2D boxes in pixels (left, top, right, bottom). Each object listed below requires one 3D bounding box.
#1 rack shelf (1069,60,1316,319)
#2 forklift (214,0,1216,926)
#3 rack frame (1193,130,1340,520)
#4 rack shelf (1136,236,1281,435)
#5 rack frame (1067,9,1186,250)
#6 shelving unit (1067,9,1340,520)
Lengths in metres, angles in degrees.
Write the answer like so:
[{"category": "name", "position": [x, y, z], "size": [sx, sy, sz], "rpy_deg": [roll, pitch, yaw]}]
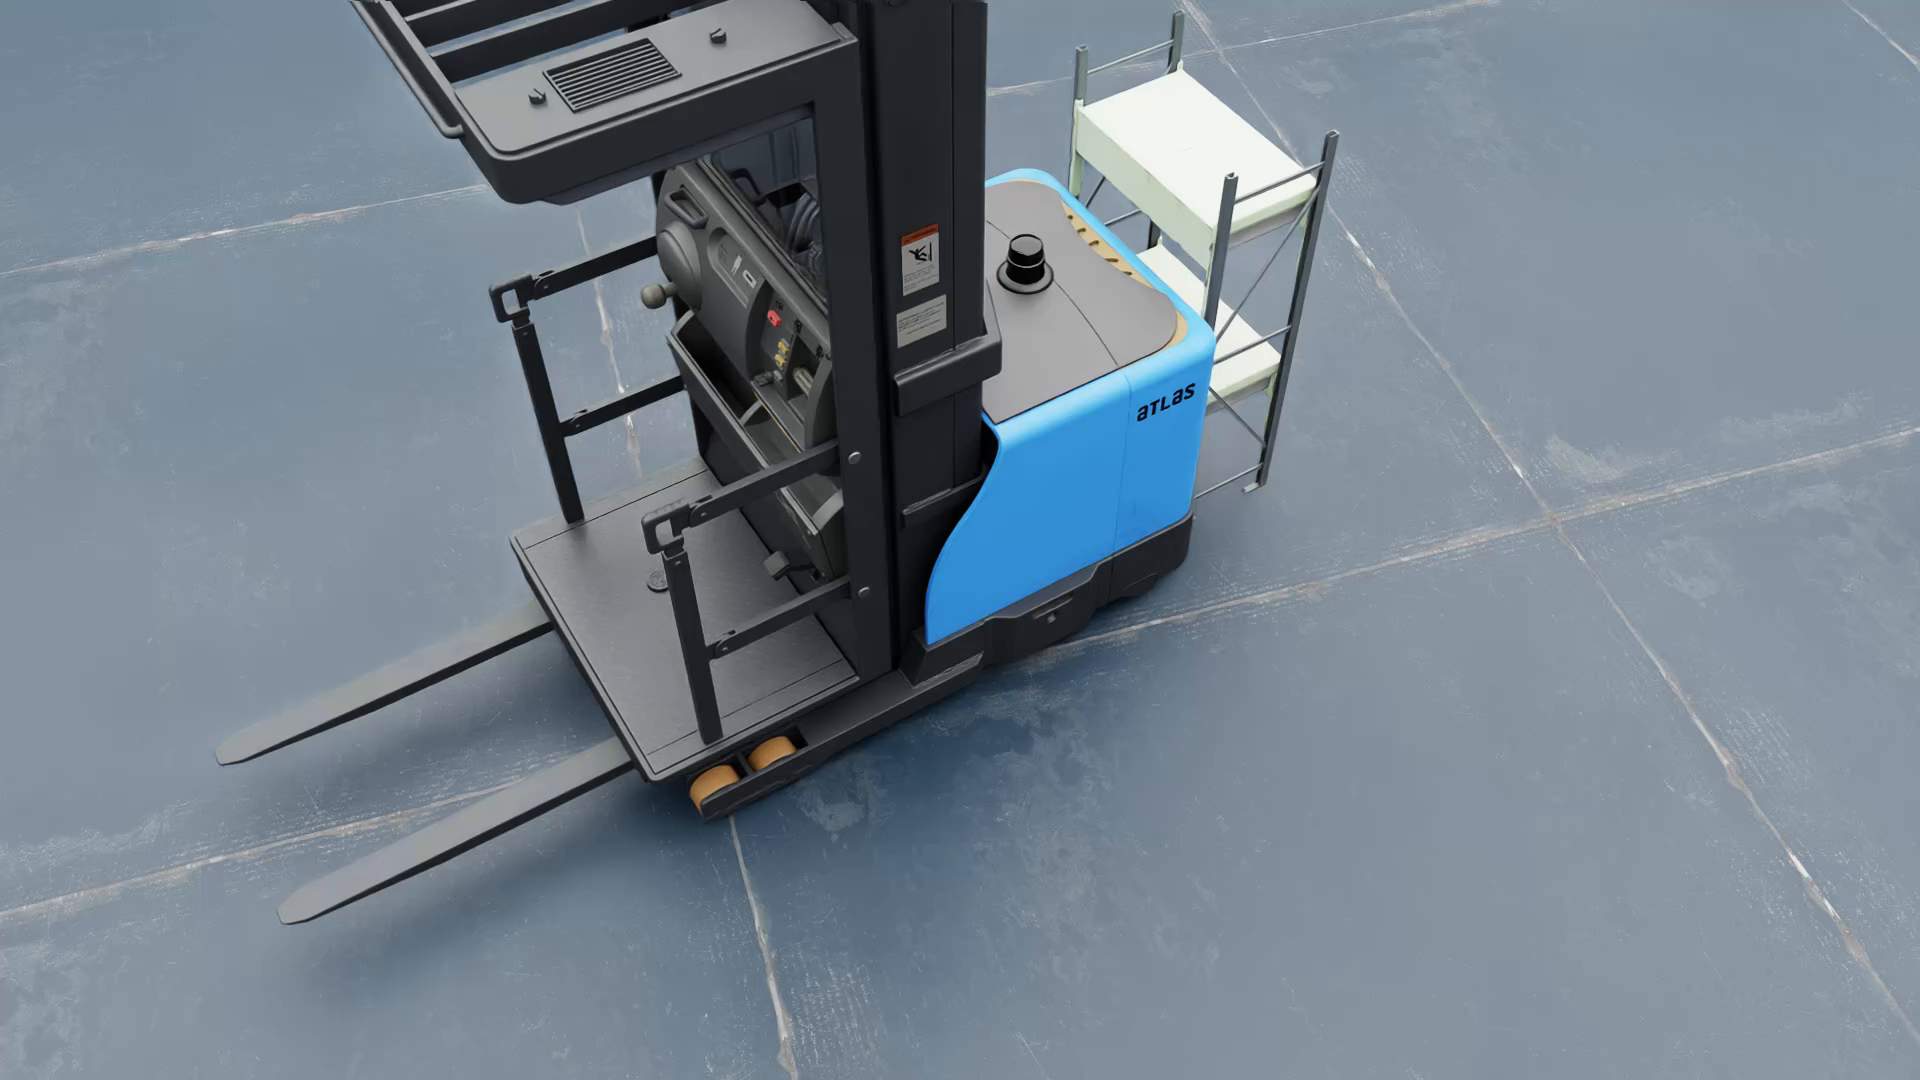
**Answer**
[{"category": "rack shelf", "position": [0.721, -1.099, 5.185], "size": [0.431, 0.370, 0.720], "rpy_deg": [-25, 54, -20]}, {"category": "forklift", "position": [-0.752, -0.571, 4.314], "size": [3.031, 2.935, 1.130], "rpy_deg": [-25, 54, -20]}, {"category": "rack frame", "position": [0.915, -0.610, 5.283], "size": [0.400, 1.500, 0.023], "rpy_deg": [-25, 54, -20]}, {"category": "rack shelf", "position": [0.721, -0.637, 5.732], "size": [0.431, 0.370, 0.720], "rpy_deg": [-25, 54, -20]}, {"category": "rack frame", "position": [0.528, -1.085, 5.683], "size": [0.400, 1.500, 0.023], "rpy_deg": [-25, 54, -20]}, {"category": "shelving unit", "position": [0.721, -0.847, 5.483], "size": [0.431, 1.500, 0.755], "rpy_deg": [-25, 54, -20]}]
